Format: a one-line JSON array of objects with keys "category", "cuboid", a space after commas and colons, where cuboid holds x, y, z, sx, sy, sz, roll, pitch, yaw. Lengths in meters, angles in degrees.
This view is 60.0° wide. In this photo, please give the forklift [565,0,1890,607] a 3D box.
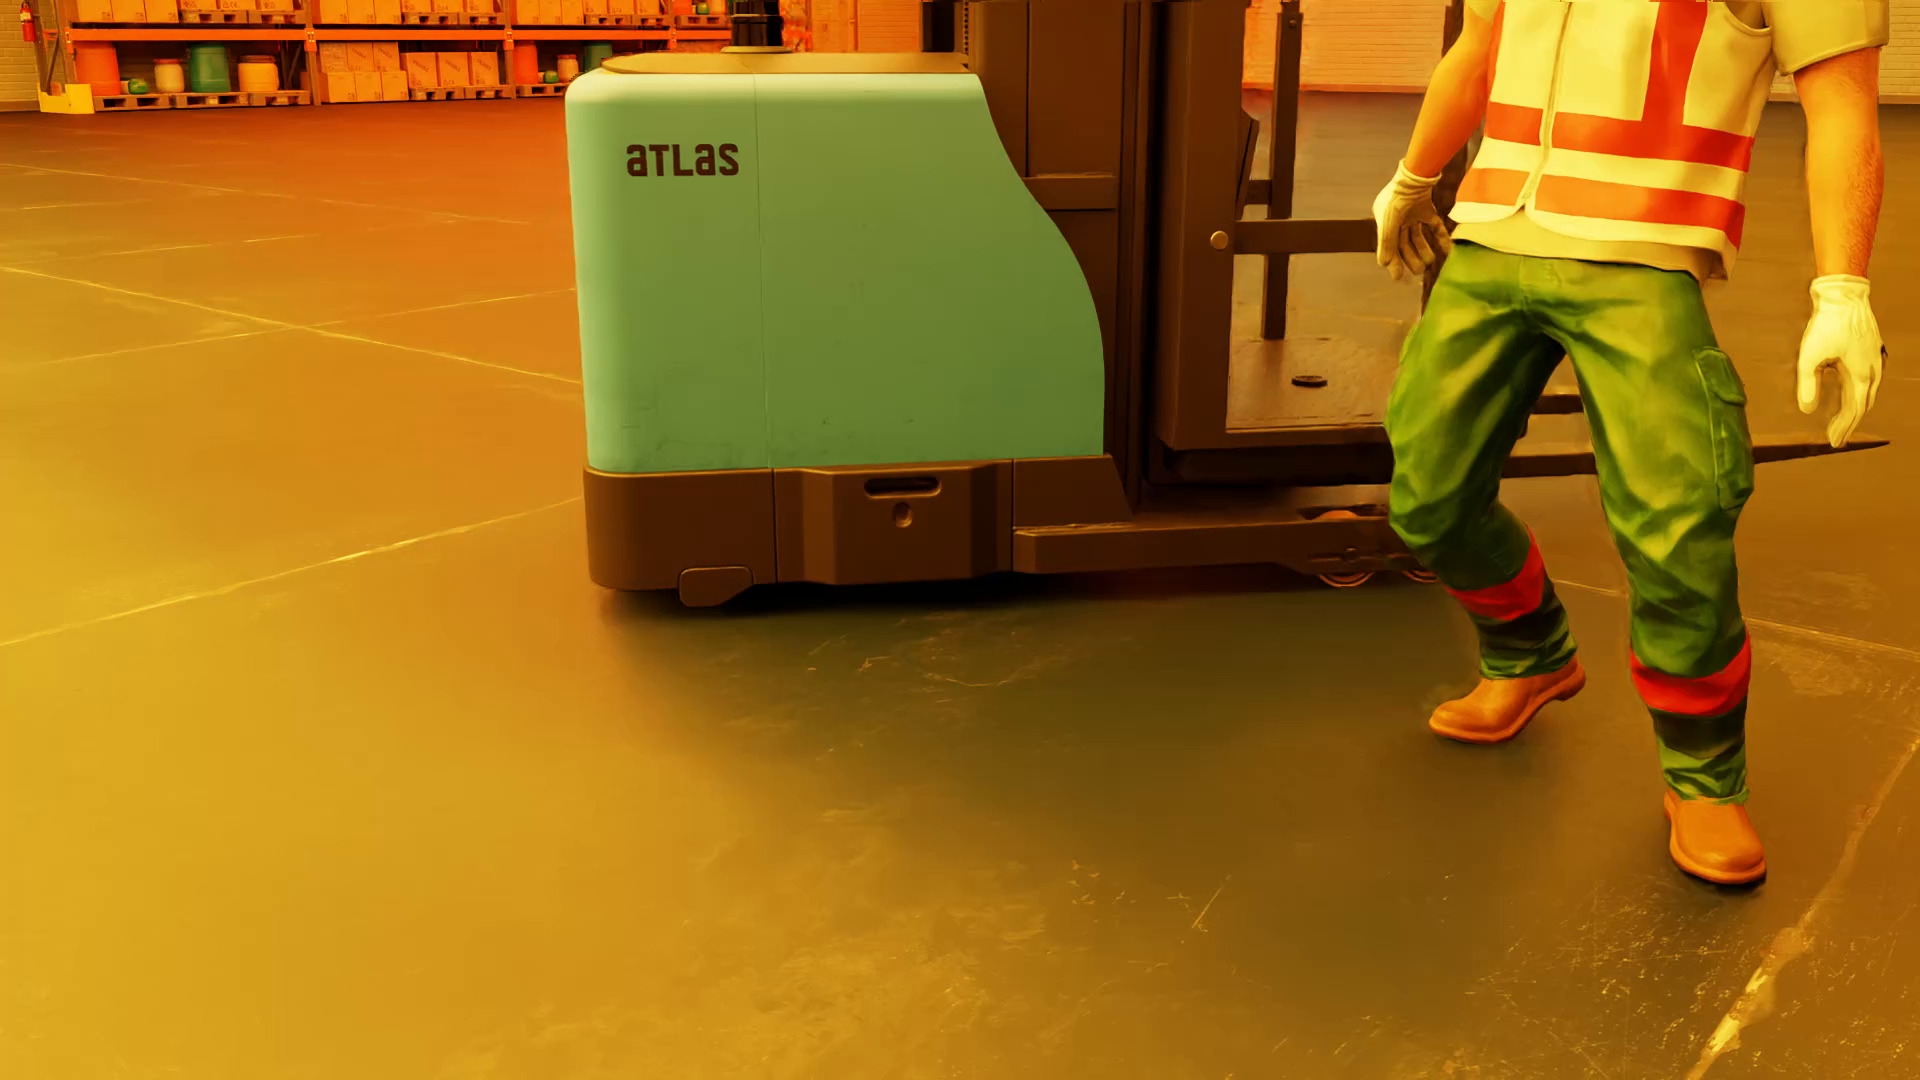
[{"category": "forklift", "cuboid": [0.663, -1.448, 3.665, 3.031, 2.935, 1.130, -3, 17, -9]}]

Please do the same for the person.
[{"category": "person", "cuboid": [0.936, -0.436, 2.451, 0.493, 1.702, 0.894, -11, 20, -32]}]
